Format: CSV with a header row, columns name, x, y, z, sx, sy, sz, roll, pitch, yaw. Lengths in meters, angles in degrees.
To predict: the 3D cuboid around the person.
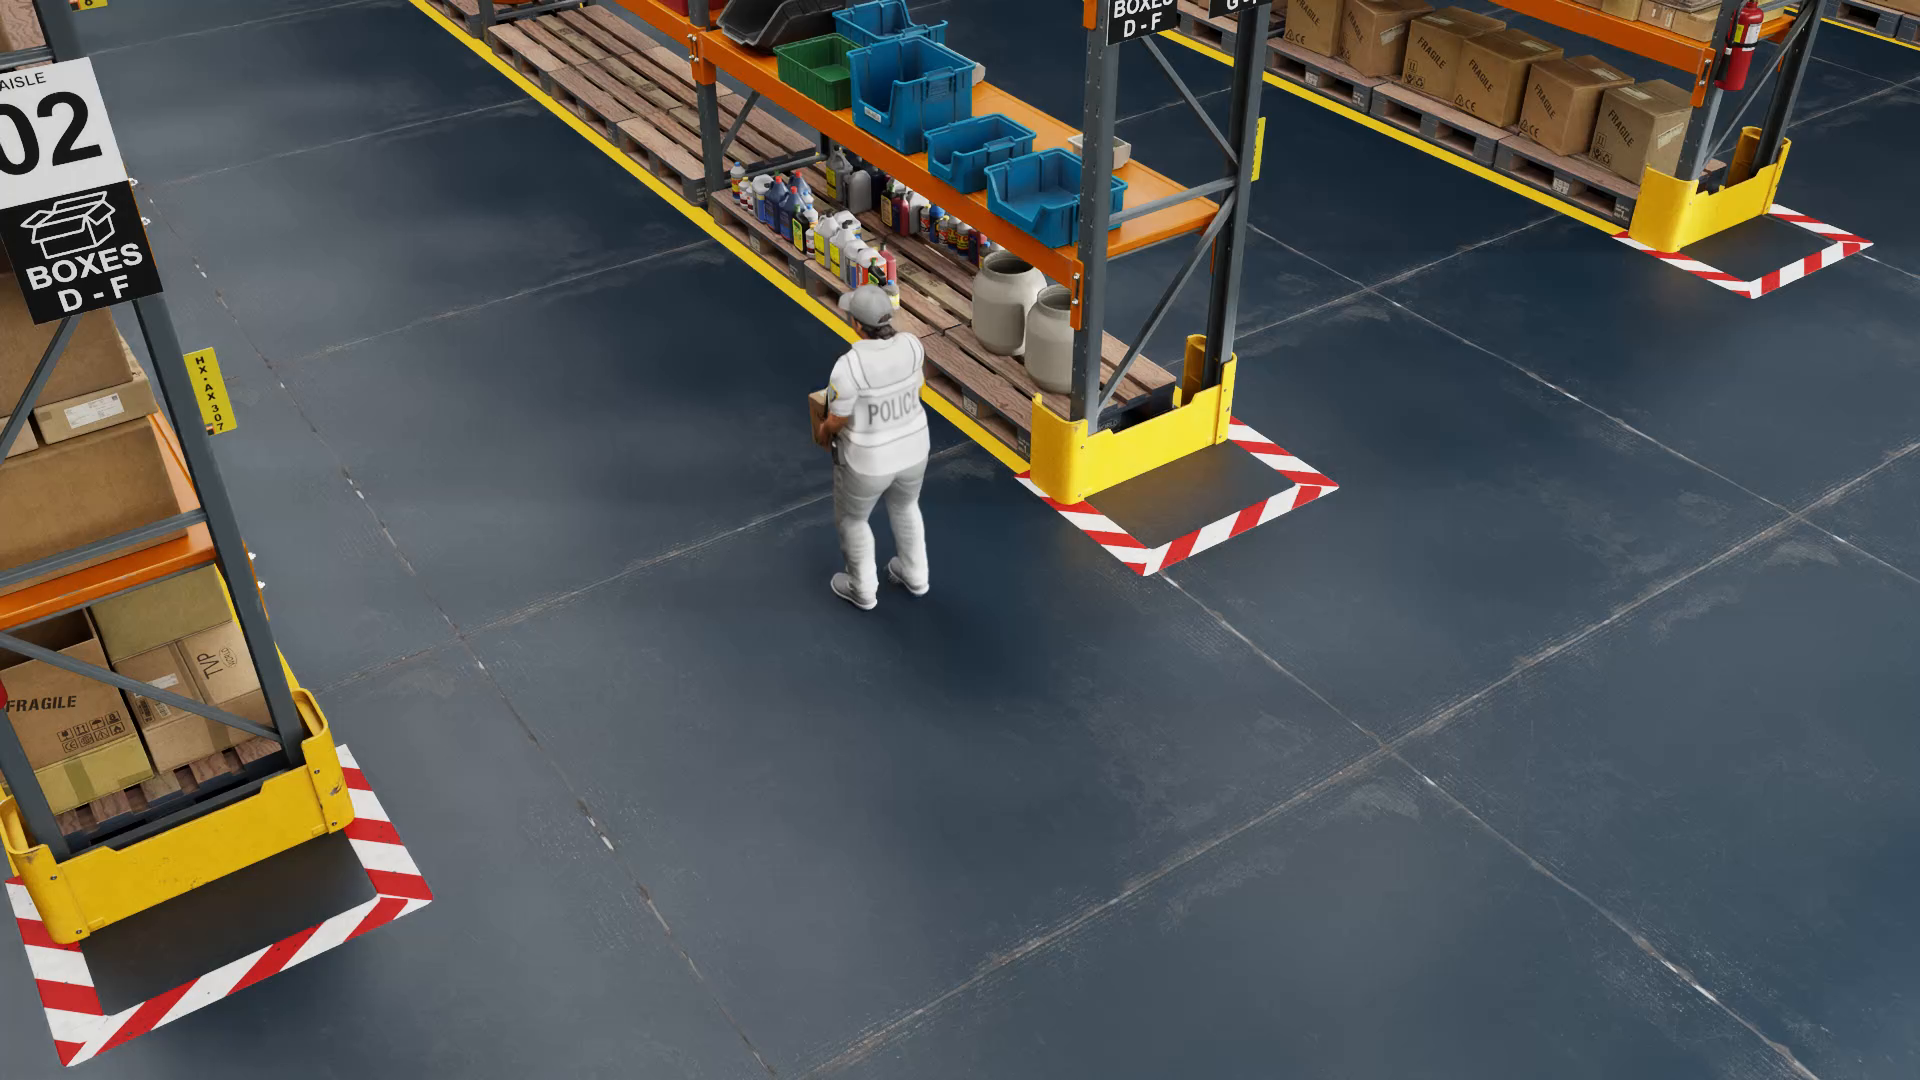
name,x,y,z,sx,sy,sz,roll,pitch,yaw
person,-0.393,-0.416,7.552,0.493,1.671,0.490,-23,42,-28
